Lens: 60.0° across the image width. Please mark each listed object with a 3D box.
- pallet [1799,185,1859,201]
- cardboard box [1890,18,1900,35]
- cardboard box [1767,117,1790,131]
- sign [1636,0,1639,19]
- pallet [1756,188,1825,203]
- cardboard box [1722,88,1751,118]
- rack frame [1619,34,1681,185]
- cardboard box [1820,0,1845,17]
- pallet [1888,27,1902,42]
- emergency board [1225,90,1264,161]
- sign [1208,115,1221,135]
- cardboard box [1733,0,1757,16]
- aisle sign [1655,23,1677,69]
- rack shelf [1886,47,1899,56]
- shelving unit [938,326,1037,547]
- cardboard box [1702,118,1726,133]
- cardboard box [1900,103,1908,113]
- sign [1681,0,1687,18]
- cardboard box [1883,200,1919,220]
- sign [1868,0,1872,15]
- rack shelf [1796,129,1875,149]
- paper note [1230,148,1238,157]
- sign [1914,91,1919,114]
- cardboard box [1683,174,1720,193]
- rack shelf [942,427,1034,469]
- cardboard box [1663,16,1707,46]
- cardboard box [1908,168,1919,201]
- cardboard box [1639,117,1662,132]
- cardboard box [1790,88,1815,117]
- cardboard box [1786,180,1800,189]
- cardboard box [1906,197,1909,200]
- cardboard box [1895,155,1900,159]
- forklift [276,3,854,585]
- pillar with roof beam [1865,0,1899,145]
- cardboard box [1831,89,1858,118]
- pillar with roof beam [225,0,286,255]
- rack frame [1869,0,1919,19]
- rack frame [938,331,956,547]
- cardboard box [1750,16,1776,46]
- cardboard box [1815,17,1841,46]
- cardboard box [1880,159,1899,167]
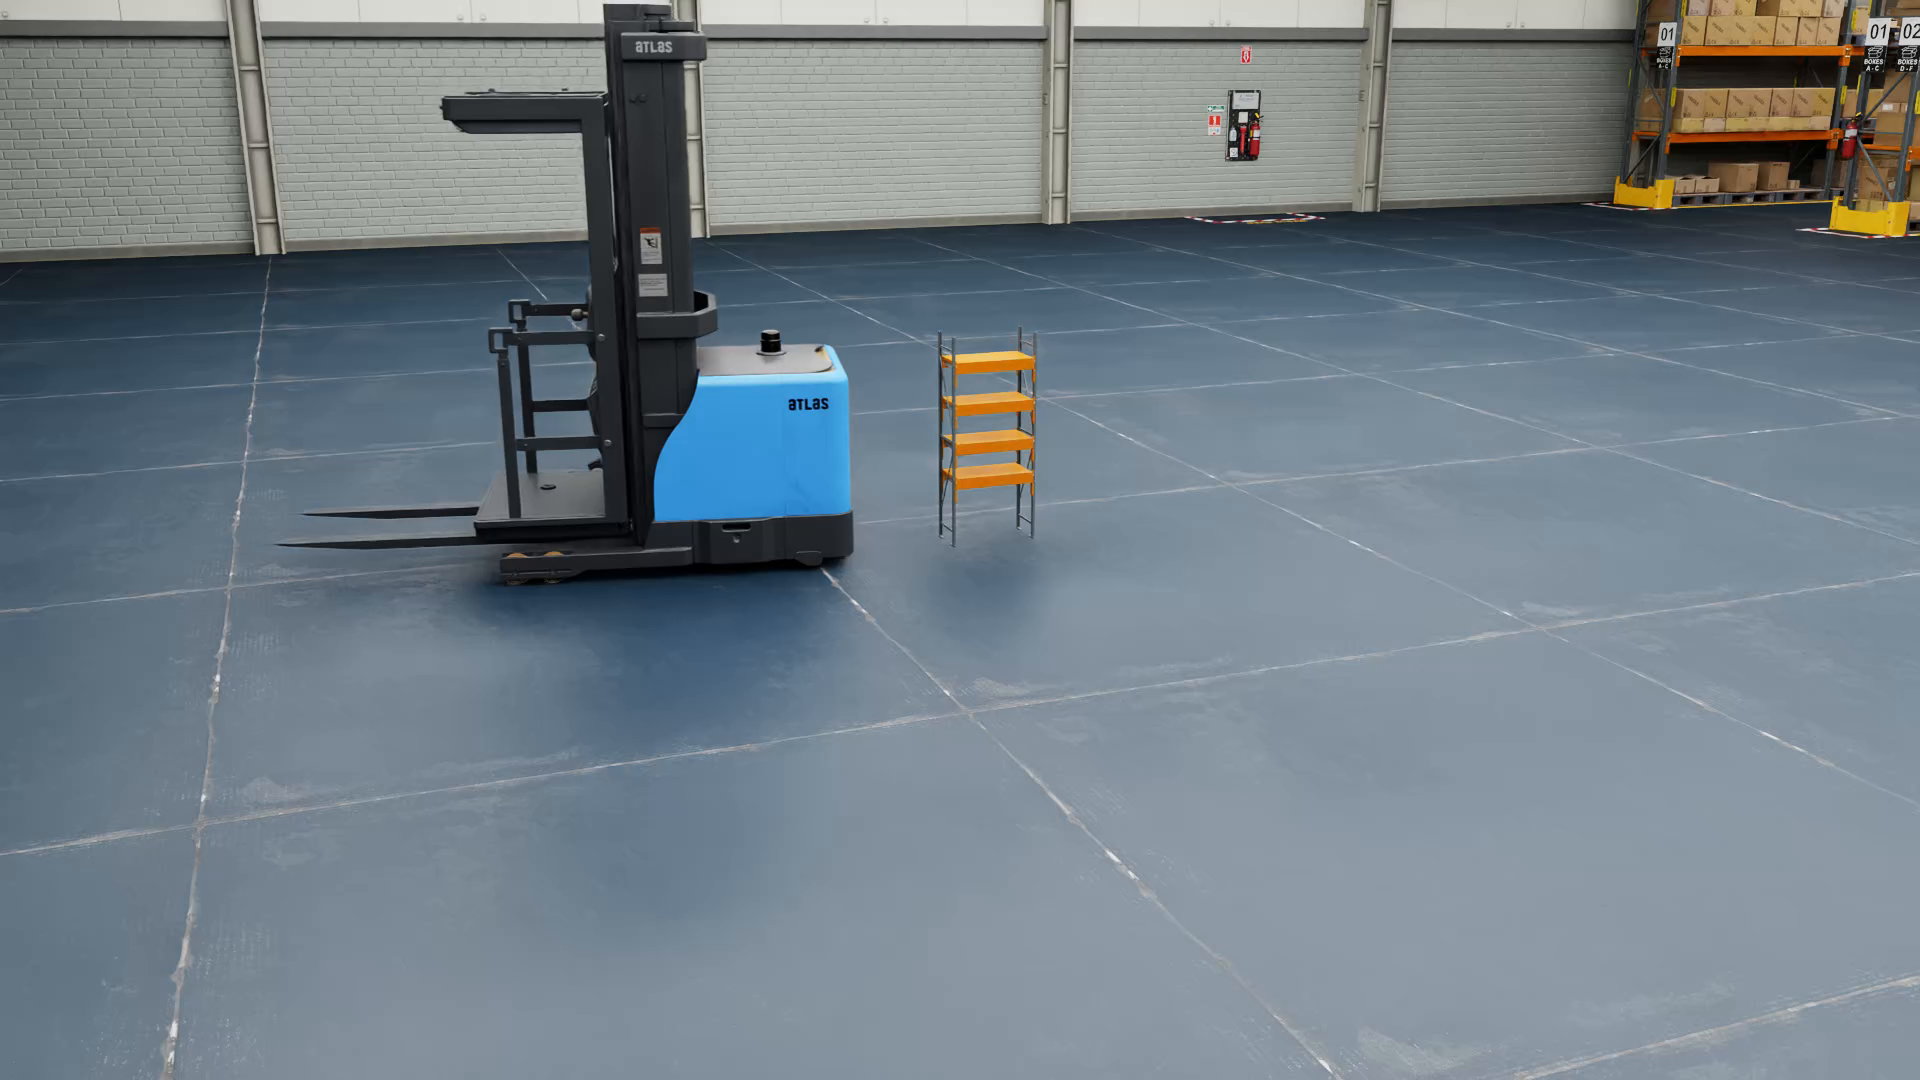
[{"bbox_3d":[16.895,-6.713,32.083,1.213,0.211,1.003,-6,17,-20],"label":"pallet"},{"bbox_3d":[17.283,-9.666,31.280,0.500,0.311,0.500,-6,17,-18],"label":"cardboard box"},{"bbox_3d":[14.903,-7.679,30.655,0.500,0.250,0.500,-6,17,-20],"label":"cardboard box"},{"bbox_3d":[12.254,-9.581,30.005,0.005,0.325,0.100,-6,17,-20],"label":"sign"},{"bbox_3d":[15.554,-6.557,31.552,1.213,0.211,1.003,-6,17,-20],"label":"pallet"},{"bbox_3d":[13.937,-7.933,30.188,0.500,0.500,0.500,-7,18,-22],"label":"cardboard box"},{"bbox_3d":[12.434,-7.569,30.048,0.127,3.000,1.000,-6,17,-20],"label":"rack frame"},{"bbox_3d":[15.798,-9.827,30.426,0.500,0.500,0.500,-8,18,-25],"label":"cardboard box"},{"bbox_3d":[14.879,-7.727,25.420,1.213,0.211,1.003,-6,17,-20],"label":"pallet"},{"bbox_3d":[4.854,-7.023,28.189,0.643,1.169,0.194,-6,17,-20],"label":"emergency board"},{"bbox_3d":[4.301,-7.011,28.087,0.234,0.329,0.001,-6,17,-20],"label":"sign"},{"bbox_3d":[13.841,-9.612,29.695,0.500,0.500,0.500,-6,17,-19],"label":"cardboard box"},{"bbox_3d":[12.474,-8.730,29.388,0.004,0.787,0.394,-6,17,-20],"label":"aisle sign"},{"bbox_3d":[16.077,-7.561,25.976,4.000,0.370,1.077,-6,17,-20],"label":"rack shelf"},{"bbox_3d":[0.155,-0.592,9.486,0.503,1.200,0.258,-6,17,-20],"label":"shelving unit"},{"bbox_3d":[13.483,-7.528,30.141,0.500,0.250,0.500,-7,18,-22],"label":"cardboard box"},{"bbox_3d":[14.653,-6.608,25.447,0.250,0.149,0.380,-6,18,-20],"label":"cardboard box"},{"bbox_3d":[12.628,-9.284,29.016,0.005,0.325,0.100,-6,17,-20],"label":"sign"},{"bbox_3d":[14.790,-5.143,25.924,0.500,0.250,0.500,-6,17,-20],"label":"cardboard box"},{"bbox_3d":[14.029,-8.236,25.566,0.005,0.325,0.100,-6,17,-20],"label":"sign"},{"bbox_3d":[18.037,-7.828,32.209,4.000,0.370,1.077,-6,17,-20],"label":"rack shelf"},{"bbox_3d":[4.664,-6.600,28.314,0.142,0.148,0.016,-6,17,-20],"label":"paper note"},{"bbox_3d":[14.403,-6.572,24.979,0.005,0.325,0.100,-6,17,-20],"label":"sign"},{"bbox_3d":[13.644,-6.593,30.718,0.500,0.311,0.500,-5,17,-15],"label":"cardboard box"},{"bbox_3d":[0.155,-0.528,9.505,0.480,0.148,0.258,-6,17,-20],"label":"rack shelf"},{"bbox_3d":[12.836,-9.033,29.499,0.500,0.500,0.500,-6,17,-19],"label":"cardboard box"},{"bbox_3d":[15.256,-5.554,25.992,0.500,0.500,0.500,-6,17,-20],"label":"cardboard box"},{"bbox_3d":[12.801,-7.604,30.401,0.500,0.250,0.500,-6,17,-19],"label":"cardboard box"},{"bbox_3d":[15.374,-8.088,30.718,0.500,0.500,0.500,-6,17,-20],"label":"cardboard box"},{"bbox_3d":[15.680,-6.762,31.548,0.250,0.166,0.380,-9,18,-27],"label":"cardboard box"},{"bbox_3d":[15.067,-5.333,26.571,0.500,0.250,0.500,-6,17,-20],"label":"cardboard box"},{"bbox_3d":[18.217,-7.566,32.365,0.500,0.250,0.500,-6,17,-20],"label":"cardboard box"},{"bbox_3d":[-2.146,-1.328,8.919,3.031,2.935,1.130,-3,17,-9],"label":"forklift"},{"bbox_3d":[19.921,-10.217,28.421,0.400,9.000,9.100,-6,17,-20],"label":"pillar with roof beam"},{"bbox_3d":[16.656,-8.273,31.490,0.500,0.500,0.700,-6,17,-20],"label":"cardboard box"},{"bbox_3d":[-8.093,-7.193,18.121,0.400,9.000,9.100,-6,17,-20],"label":"pillar with roof beam"},{"bbox_3d":[14.210,-9.144,24.766,0.127,3.000,1.000,-6,17,-20],"label":"rack frame"},{"bbox_3d":[-0.073,-0.568,9.402,0.015,1.200,0.240,-6,17,-20],"label":"rack frame"},{"bbox_3d":[14.326,-9.191,30.037,0.500,0.500,0.500,-5,17,-17],"label":"cardboard box"},{"bbox_3d":[15.783,-9.352,30.586,0.500,0.500,0.500,-6,17,-19],"label":"cardboard box"},{"bbox_3d":[17.806,-7.168,32.341,0.500,0.500,0.700,-6,17,-19],"label":"cardboard box"}]
